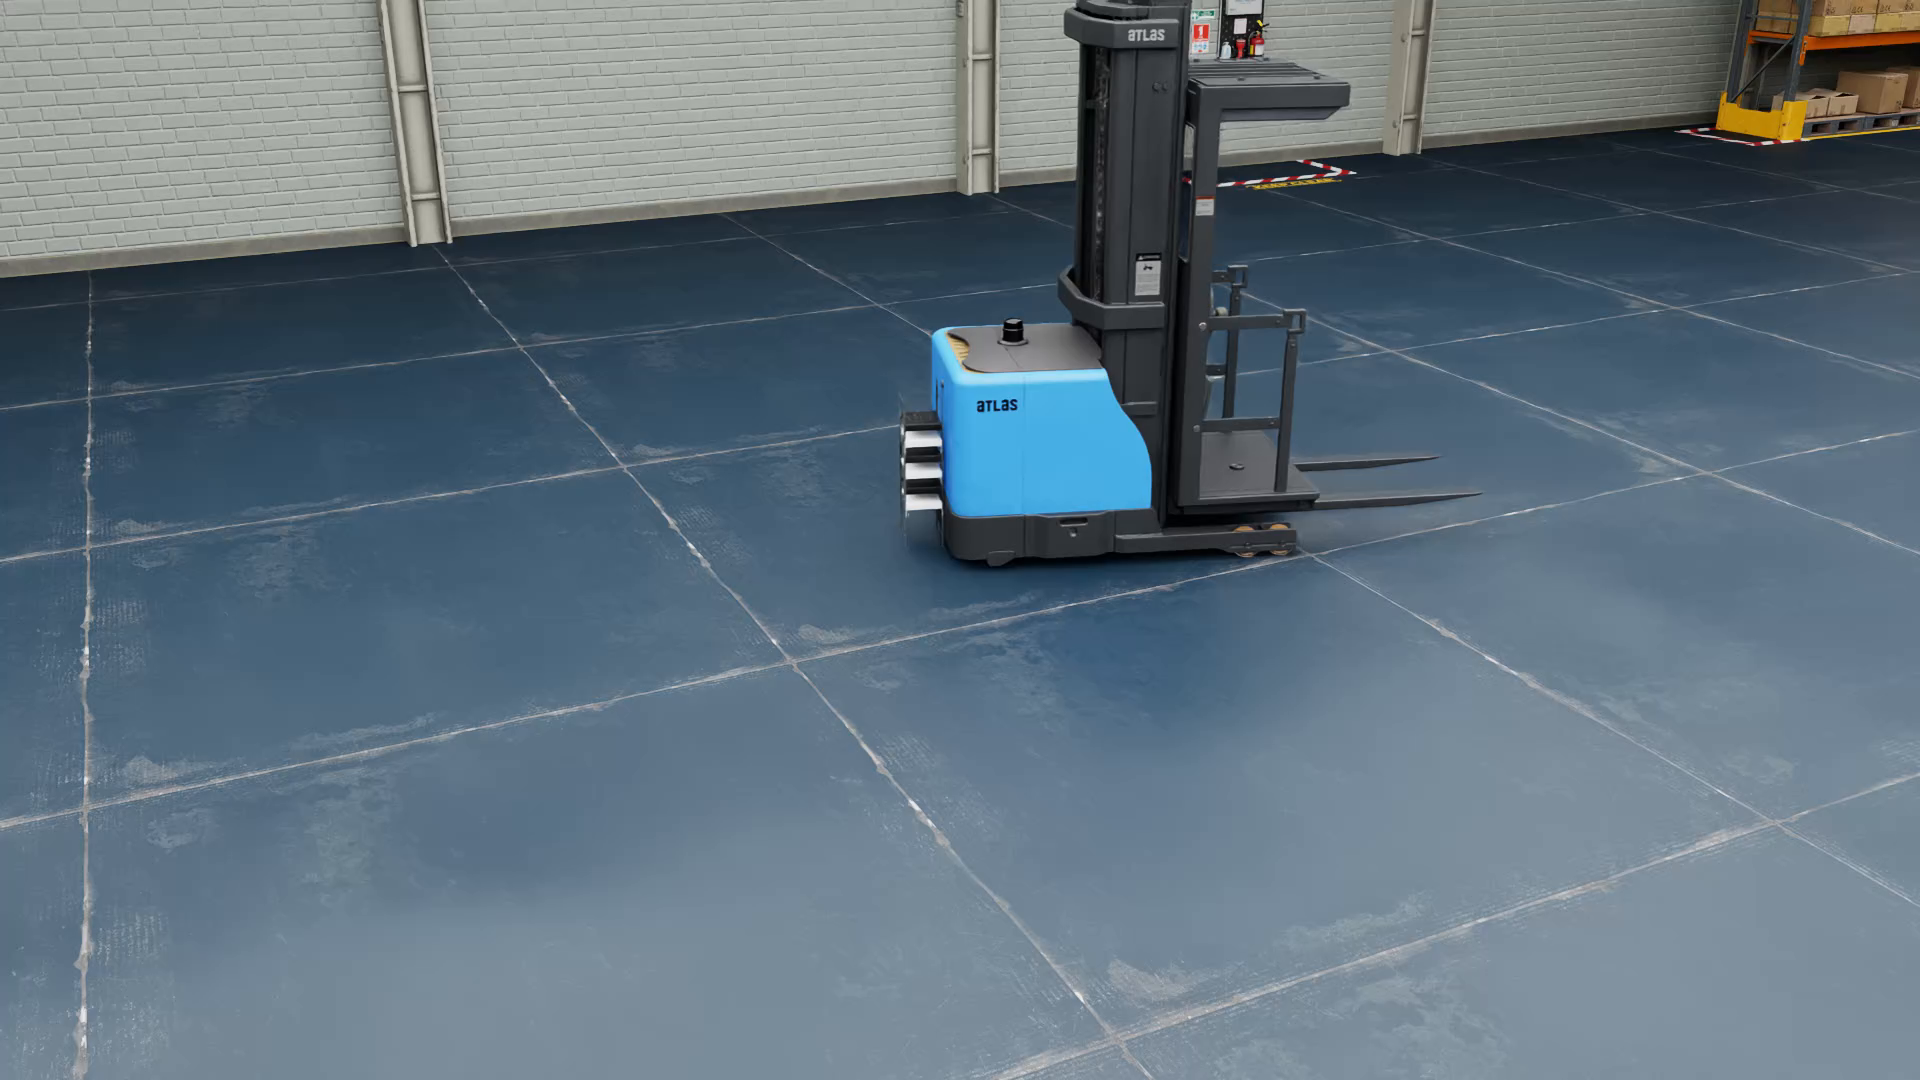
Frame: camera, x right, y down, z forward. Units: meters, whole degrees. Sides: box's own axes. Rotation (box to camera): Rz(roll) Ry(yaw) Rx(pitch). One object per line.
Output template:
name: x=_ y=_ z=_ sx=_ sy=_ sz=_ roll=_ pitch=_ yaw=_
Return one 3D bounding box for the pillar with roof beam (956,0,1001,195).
pillar with roof beam: x=2.064 y=-6.600 z=13.429 sx=0.400 sy=9.000 sz=9.100 roll=-10 pitch=25 yaw=-24

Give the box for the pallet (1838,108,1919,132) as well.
pallet: x=12.668 y=-5.936 z=23.313 sx=1.213 sy=0.211 sz=1.003 roll=-10 pitch=25 yaw=-24

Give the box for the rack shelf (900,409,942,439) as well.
rack shelf: x=-0.212 y=-0.627 z=8.970 sx=0.200 sy=0.077 sz=0.258 roll=-3 pitch=23 yaw=-8

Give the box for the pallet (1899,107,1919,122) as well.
pallet: x=13.769 y=-6.139 z=23.806 sx=1.213 sy=0.211 sz=1.003 roll=-10 pitch=25 yaw=-24

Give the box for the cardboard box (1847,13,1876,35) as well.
cardboard box: x=11.794 y=-6.891 z=22.144 sx=0.500 sy=0.250 sz=0.500 roll=-11 pitch=25 yaw=-25

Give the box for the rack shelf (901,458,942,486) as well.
rack shelf: x=-0.212 y=-0.378 z=9.074 sx=0.200 sy=0.077 sz=0.258 roll=-3 pitch=23 yaw=-8

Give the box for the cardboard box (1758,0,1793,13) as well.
cardboard box: x=11.087 y=-7.326 z=22.215 sx=0.500 sy=0.500 sz=0.500 roll=-11 pitch=25 yaw=-24

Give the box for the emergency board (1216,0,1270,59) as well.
emergency board: x=3.360 y=-5.910 z=19.606 sx=0.643 sy=1.169 sz=0.194 roll=-10 pitch=25 yaw=-24

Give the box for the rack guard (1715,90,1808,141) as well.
rack guard: x=10.823 y=-5.746 z=22.477 sx=0.348 sy=0.500 sz=1.175 roll=-10 pitch=25 yaw=-24

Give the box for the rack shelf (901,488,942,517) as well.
rack shelf: x=-0.212 y=-0.212 z=9.142 sx=0.200 sy=0.077 sz=0.258 roll=-3 pitch=23 yaw=-8

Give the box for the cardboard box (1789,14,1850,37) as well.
cardboard box: x=11.332 y=-6.799 z=21.924 sx=0.500 sy=0.250 sz=0.500 roll=-11 pitch=25 yaw=-25

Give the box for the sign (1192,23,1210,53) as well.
sign: x=2.818 y=-5.870 z=19.463 sx=0.234 sy=0.329 sz=0.001 roll=-10 pitch=25 yaw=-24

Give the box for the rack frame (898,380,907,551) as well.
rack frame: x=-0.313 y=-0.403 z=9.047 sx=0.006 sy=0.900 sz=0.240 roll=-3 pitch=23 yaw=-8

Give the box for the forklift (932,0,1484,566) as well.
forklift: x=1.389 y=-1.456 z=8.936 sx=3.031 sy=2.935 sz=1.130 roll=-3 pitch=23 yaw=-8

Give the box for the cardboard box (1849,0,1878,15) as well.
cardboard box: x=11.765 y=-7.229 z=21.980 sx=0.500 sy=0.500 sz=0.500 roll=-10 pitch=25 yaw=-23

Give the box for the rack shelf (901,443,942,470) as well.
rack shelf: x=-0.212 y=-0.461 z=9.039 sx=0.200 sy=0.077 sz=0.258 roll=-3 pitch=23 yaw=-8

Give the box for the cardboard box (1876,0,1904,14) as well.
cardboard box: x=12.233 y=-7.312 z=22.182 sx=0.500 sy=0.500 sz=0.500 roll=-11 pitch=25 yaw=-25

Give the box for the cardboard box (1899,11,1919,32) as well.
cardboard box: x=12.712 y=-7.056 z=22.544 sx=0.500 sy=0.250 sz=0.500 roll=-10 pitch=25 yaw=-23

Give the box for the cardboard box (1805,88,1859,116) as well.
cardboard box: x=11.931 y=-6.027 z=22.829 sx=0.500 sy=0.311 sz=0.500 roll=-8 pitch=24 yaw=-19

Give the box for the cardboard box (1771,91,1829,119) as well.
cardboard box: x=11.417 y=-5.933 z=22.601 sx=0.500 sy=0.311 sz=0.500 roll=-14 pitch=26 yaw=-30

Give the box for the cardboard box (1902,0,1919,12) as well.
cardboard box: x=12.693 y=-7.402 z=22.399 sx=0.500 sy=0.500 sz=0.500 roll=-10 pitch=24 yaw=-22

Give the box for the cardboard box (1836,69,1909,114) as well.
cardboard box: x=12.613 y=-6.219 z=23.045 sx=0.500 sy=0.500 sz=0.700 roll=-12 pitch=25 yaw=-27

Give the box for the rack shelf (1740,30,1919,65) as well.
rack shelf: x=12.557 y=-6.887 z=22.907 sx=4.000 sy=0.370 sz=1.077 roll=-10 pitch=25 yaw=-24

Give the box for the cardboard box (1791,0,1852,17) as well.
cardboard box: x=11.315 y=-7.150 z=21.791 sx=0.500 sy=0.500 sz=0.500 roll=-10 pitch=25 yaw=-24

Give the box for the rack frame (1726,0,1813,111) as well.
rack frame: x=10.754 y=-6.888 z=21.968 sx=0.127 sy=3.000 sz=1.000 roll=-10 pitch=25 yaw=-24

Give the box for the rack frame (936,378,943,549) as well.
rack frame: x=-0.112 y=-0.414 z=9.074 sx=0.006 sy=0.900 sz=0.240 roll=-3 pitch=23 yaw=-8

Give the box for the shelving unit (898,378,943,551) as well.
shelving unit: x=-0.212 y=-0.409 z=9.061 sx=0.210 sy=0.900 sz=0.258 roll=-3 pitch=23 yaw=-8

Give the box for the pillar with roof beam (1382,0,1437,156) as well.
pillar with roof beam: x=7.471 y=-7.595 z=15.833 sx=0.400 sy=9.000 sz=9.100 roll=-10 pitch=25 yaw=-24

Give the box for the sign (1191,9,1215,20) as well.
sign: x=2.826 y=-6.113 z=19.357 sx=0.331 sy=0.109 sz=0.001 roll=-10 pitch=25 yaw=-24

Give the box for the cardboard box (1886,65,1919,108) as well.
cardboard box: x=13.441 y=-6.414 z=23.516 sx=0.500 sy=0.500 sz=0.500 roll=-12 pitch=26 yaw=-28

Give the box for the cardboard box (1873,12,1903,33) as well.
cardboard box: x=12.255 y=-6.973 z=22.343 sx=0.500 sy=0.250 sz=0.500 roll=-11 pitch=25 yaw=-24

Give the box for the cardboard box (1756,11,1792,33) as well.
cardboard box: x=11.092 y=-6.972 z=22.342 sx=0.500 sy=0.250 sz=0.500 roll=-10 pitch=25 yaw=-23

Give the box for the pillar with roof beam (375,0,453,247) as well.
pillar with roof beam: x=-3.342 y=-5.605 z=11.024 sx=0.400 sy=9.000 sz=9.100 roll=-10 pitch=25 yaw=-24

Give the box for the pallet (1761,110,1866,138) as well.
pallet: x=11.570 y=-5.735 z=22.828 sx=1.213 sy=0.211 sz=1.003 roll=-10 pitch=25 yaw=-24

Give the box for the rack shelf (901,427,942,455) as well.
rack shelf: x=-0.212 y=-0.544 z=9.005 sx=0.200 sy=0.077 sz=0.258 roll=-3 pitch=23 yaw=-8

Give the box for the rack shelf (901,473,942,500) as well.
rack shelf: x=-0.212 y=-0.295 z=9.108 sx=0.200 sy=0.077 sz=0.258 roll=-3 pitch=23 yaw=-8

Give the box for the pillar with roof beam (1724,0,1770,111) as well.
pillar with roof beam: x=12.877 y=-8.591 z=18.237 sx=0.400 sy=9.000 sz=9.100 roll=-10 pitch=25 yaw=-24
